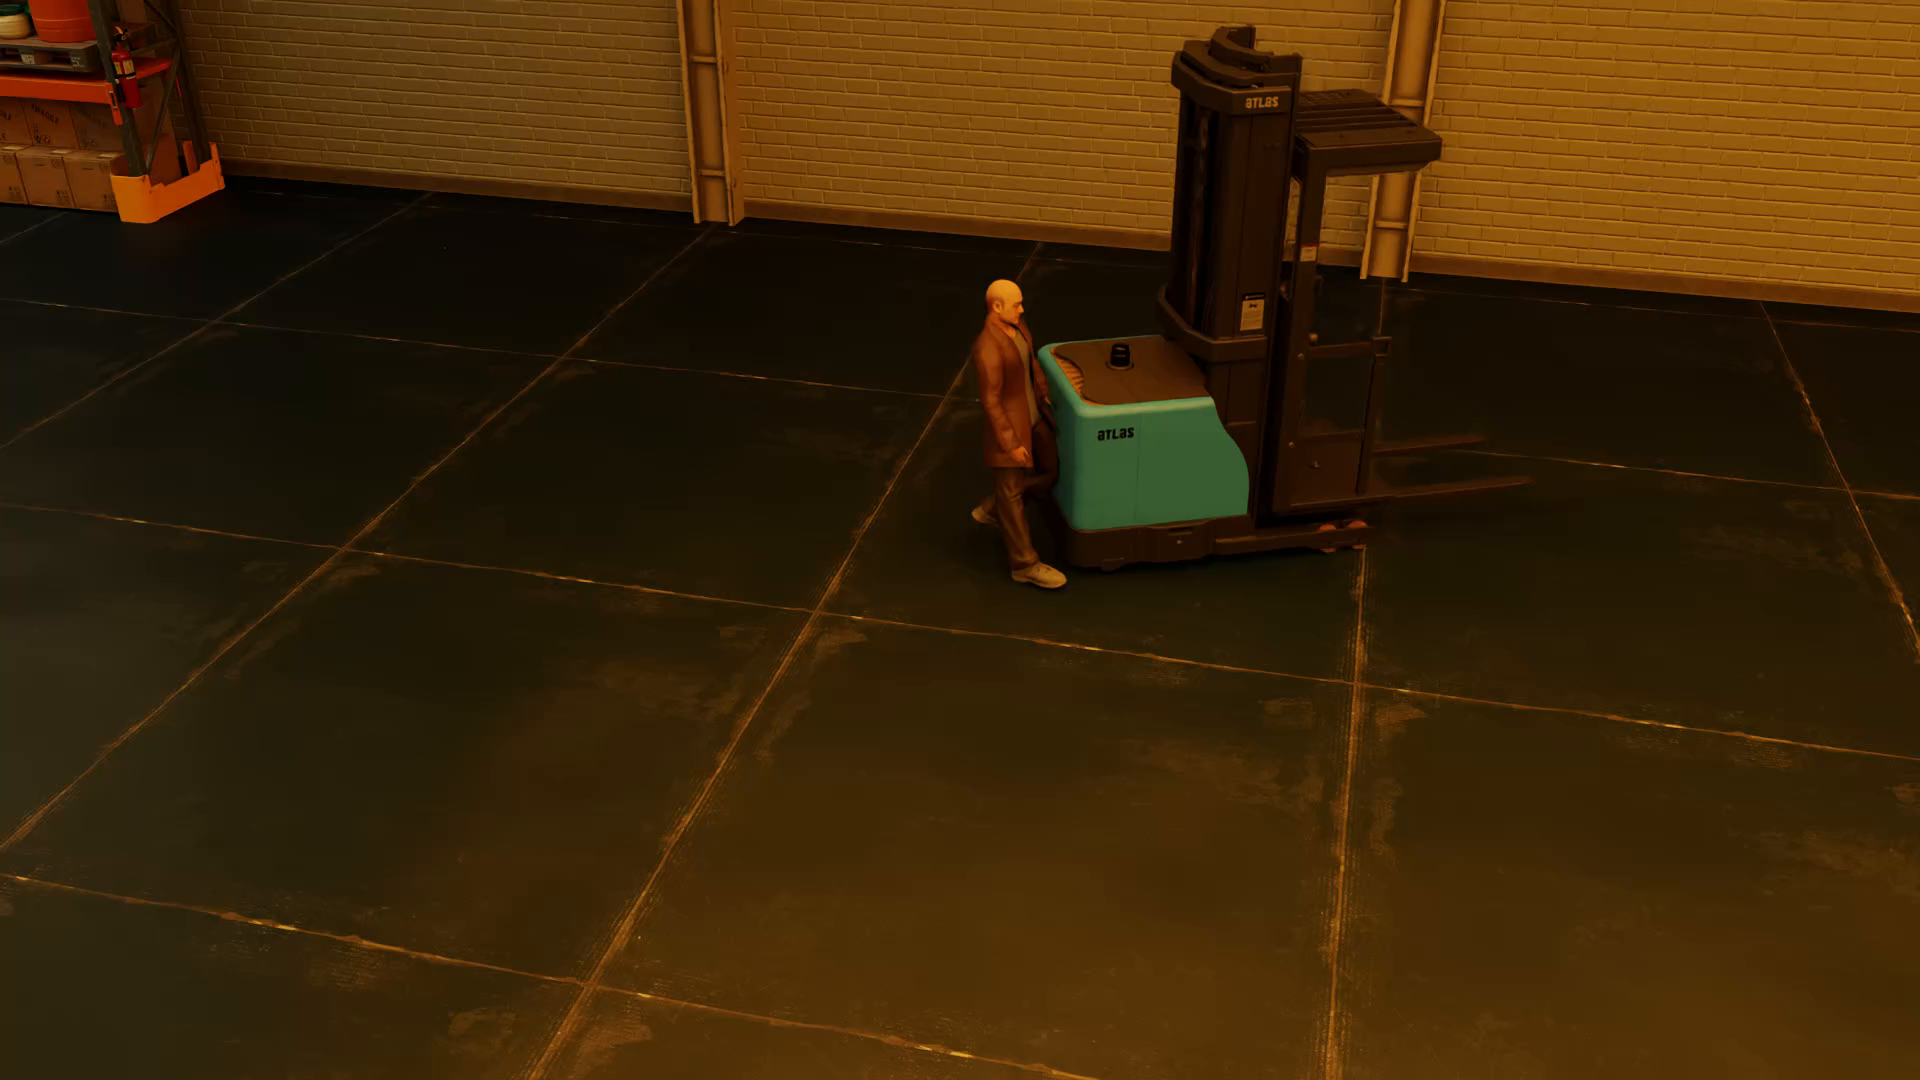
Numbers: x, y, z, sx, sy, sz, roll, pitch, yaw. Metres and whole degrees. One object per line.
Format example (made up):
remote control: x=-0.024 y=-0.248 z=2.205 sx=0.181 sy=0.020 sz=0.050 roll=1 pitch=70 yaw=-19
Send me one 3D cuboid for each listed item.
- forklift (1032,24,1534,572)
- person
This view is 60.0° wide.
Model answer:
forklift: x=2.023 y=-1.450 z=9.729 sx=3.031 sy=2.935 sz=1.130 roll=-6 pitch=30 yaw=-11
person: x=0.438 y=-0.652 z=9.579 sx=0.751 sy=1.694 sz=0.774 roll=15 pitch=33 yaw=25
